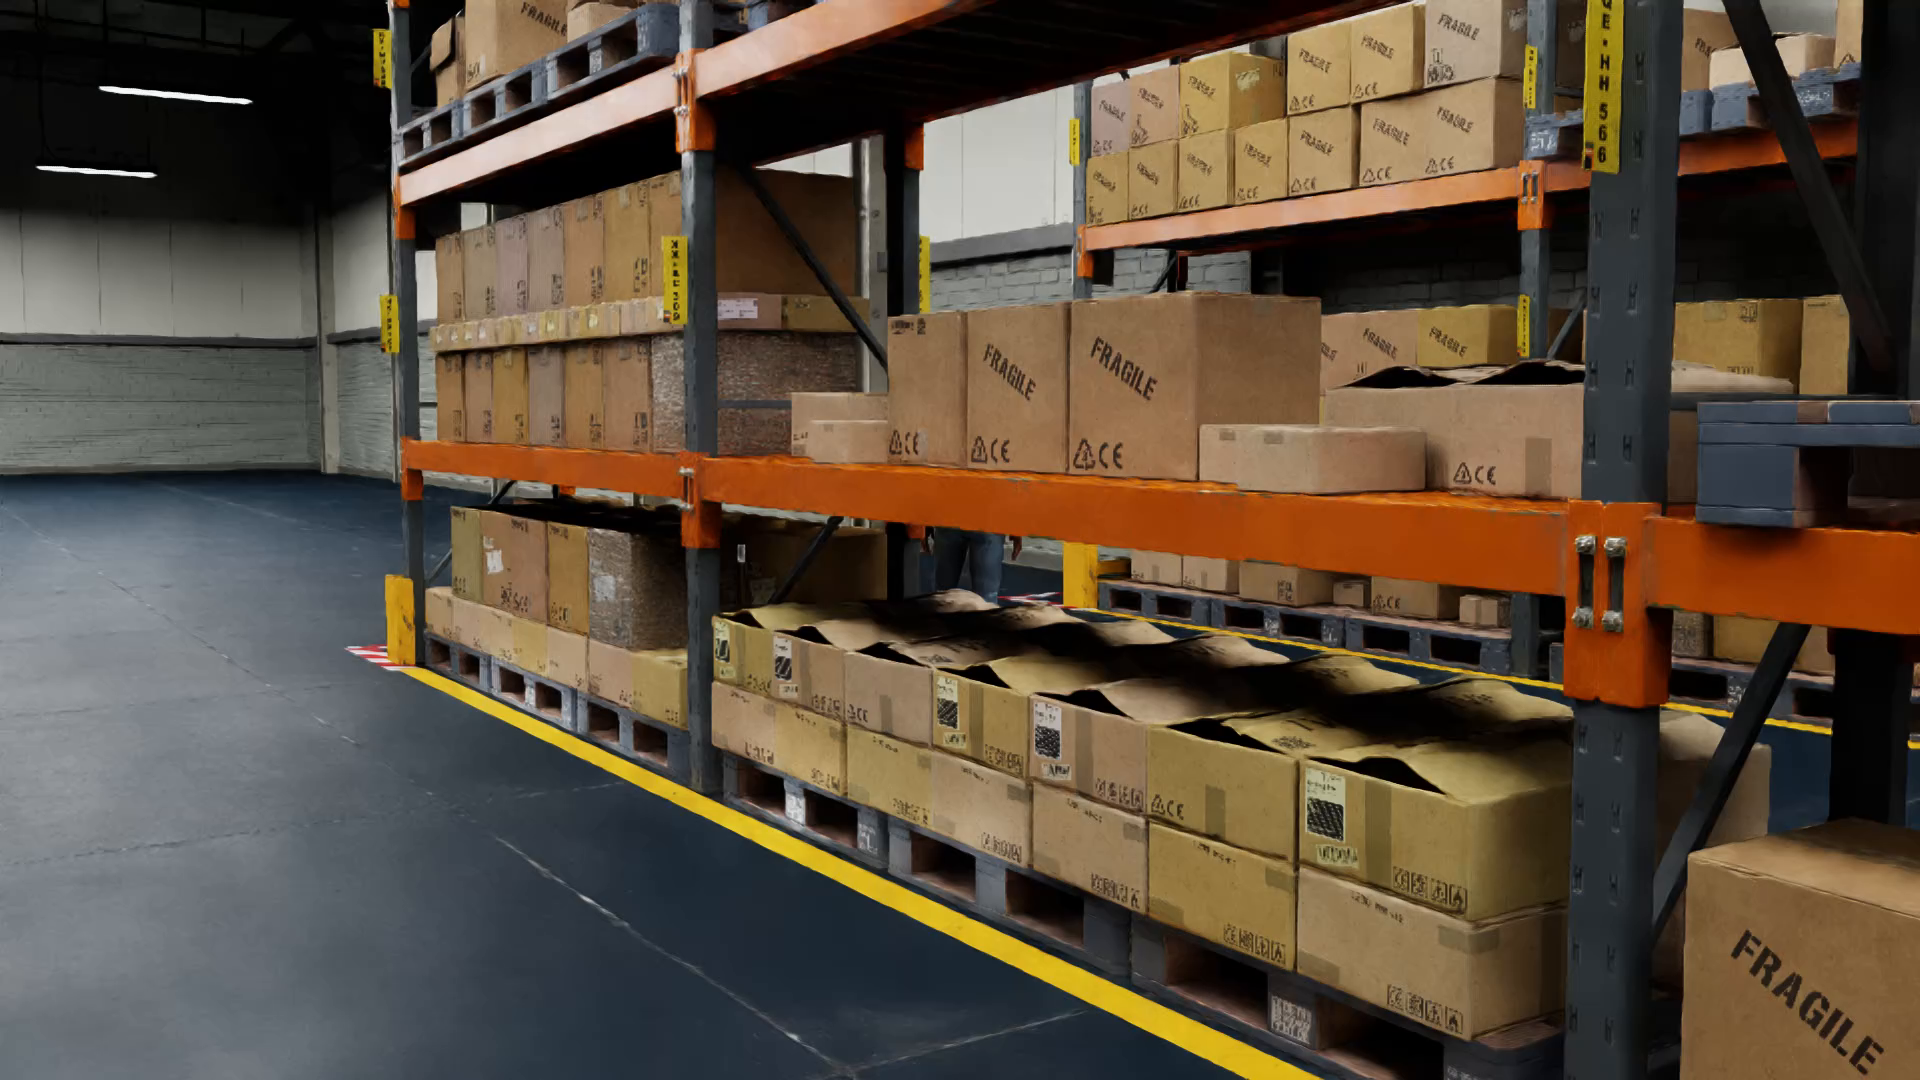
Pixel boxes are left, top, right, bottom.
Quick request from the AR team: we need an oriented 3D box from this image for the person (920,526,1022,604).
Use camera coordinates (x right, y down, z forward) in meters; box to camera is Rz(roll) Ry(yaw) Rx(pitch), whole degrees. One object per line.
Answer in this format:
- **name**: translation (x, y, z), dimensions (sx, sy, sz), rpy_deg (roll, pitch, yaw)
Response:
- **person**: translation (0.081, -0.104, 8.868), dimensions (0.600, 1.765, 0.632), rpy_deg (1, 5, 13)
